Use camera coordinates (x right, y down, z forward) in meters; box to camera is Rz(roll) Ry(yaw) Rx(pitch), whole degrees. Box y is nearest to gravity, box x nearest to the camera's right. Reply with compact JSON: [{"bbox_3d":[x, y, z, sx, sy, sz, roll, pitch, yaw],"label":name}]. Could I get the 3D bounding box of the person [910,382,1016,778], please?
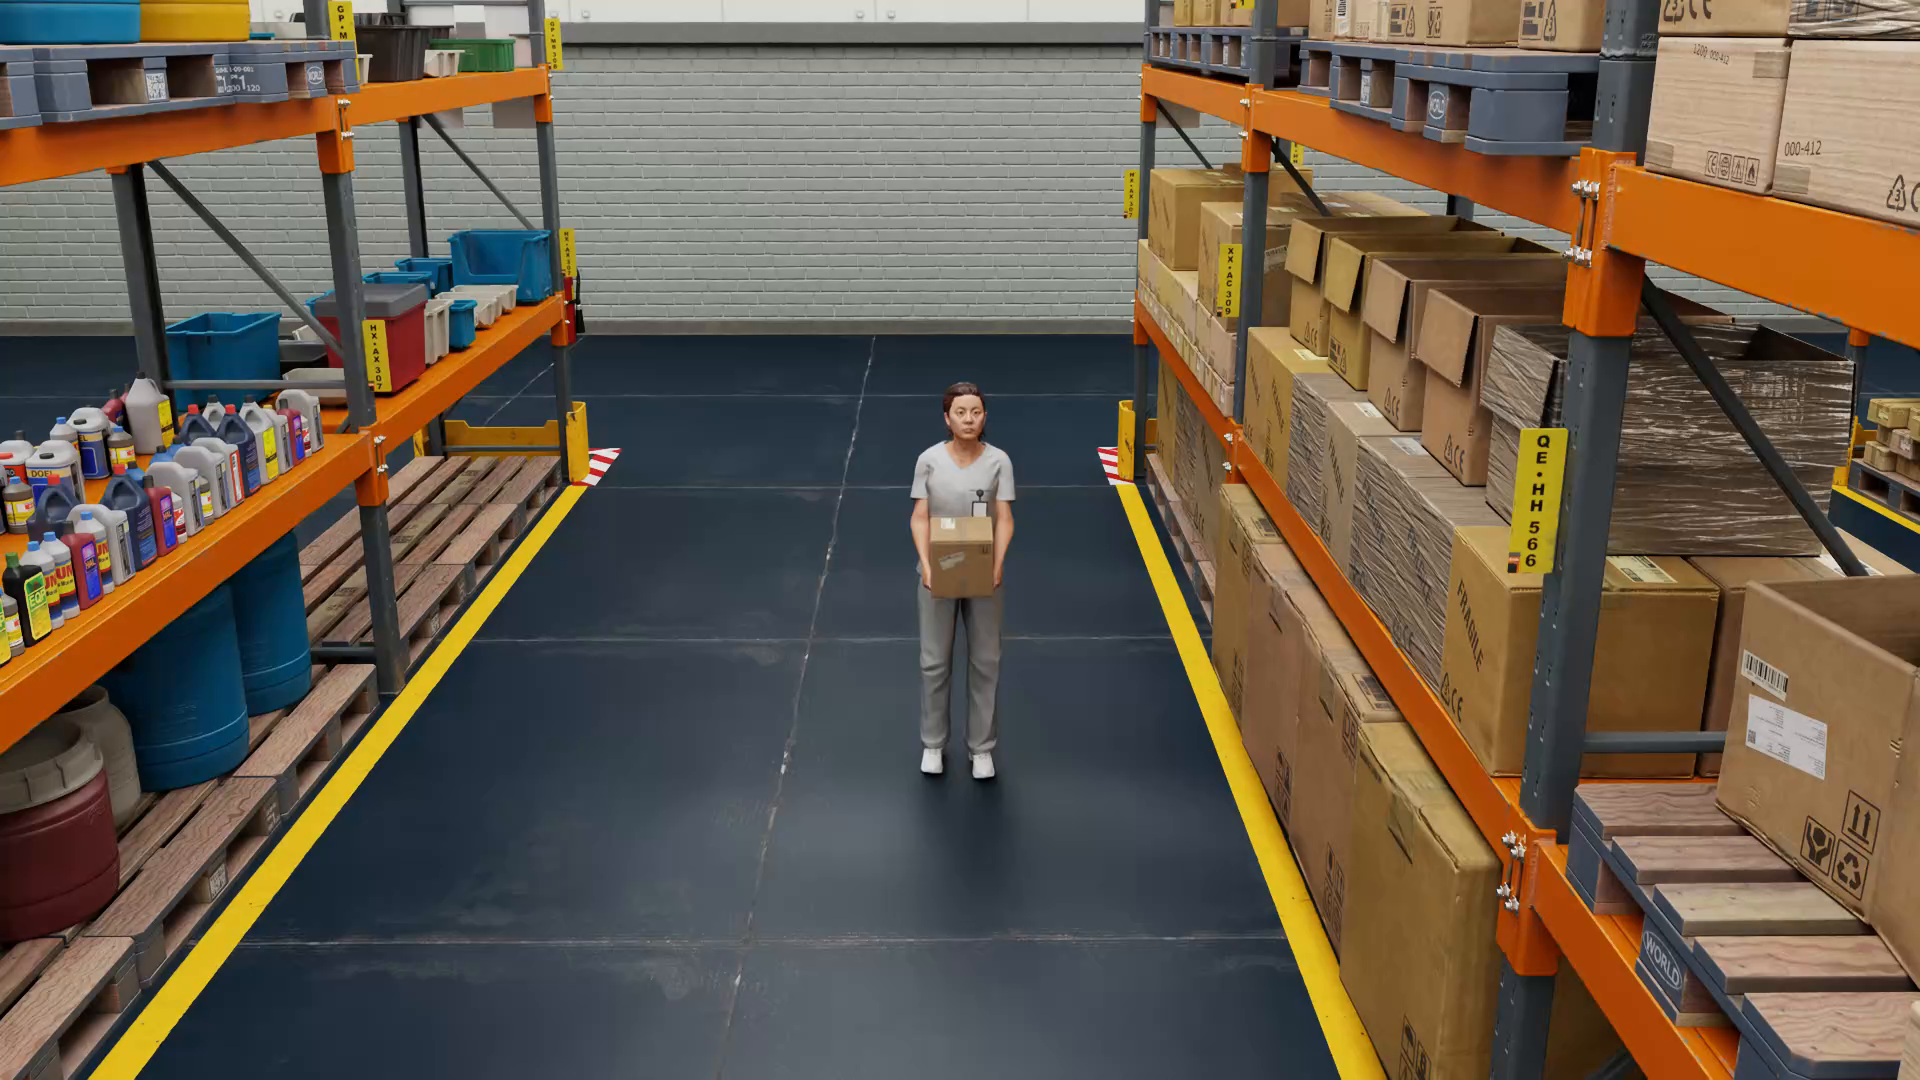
[{"bbox_3d":[0.014,0.181,6.972,0.442,1.667,0.549,0,17,-1],"label":"person"}]
